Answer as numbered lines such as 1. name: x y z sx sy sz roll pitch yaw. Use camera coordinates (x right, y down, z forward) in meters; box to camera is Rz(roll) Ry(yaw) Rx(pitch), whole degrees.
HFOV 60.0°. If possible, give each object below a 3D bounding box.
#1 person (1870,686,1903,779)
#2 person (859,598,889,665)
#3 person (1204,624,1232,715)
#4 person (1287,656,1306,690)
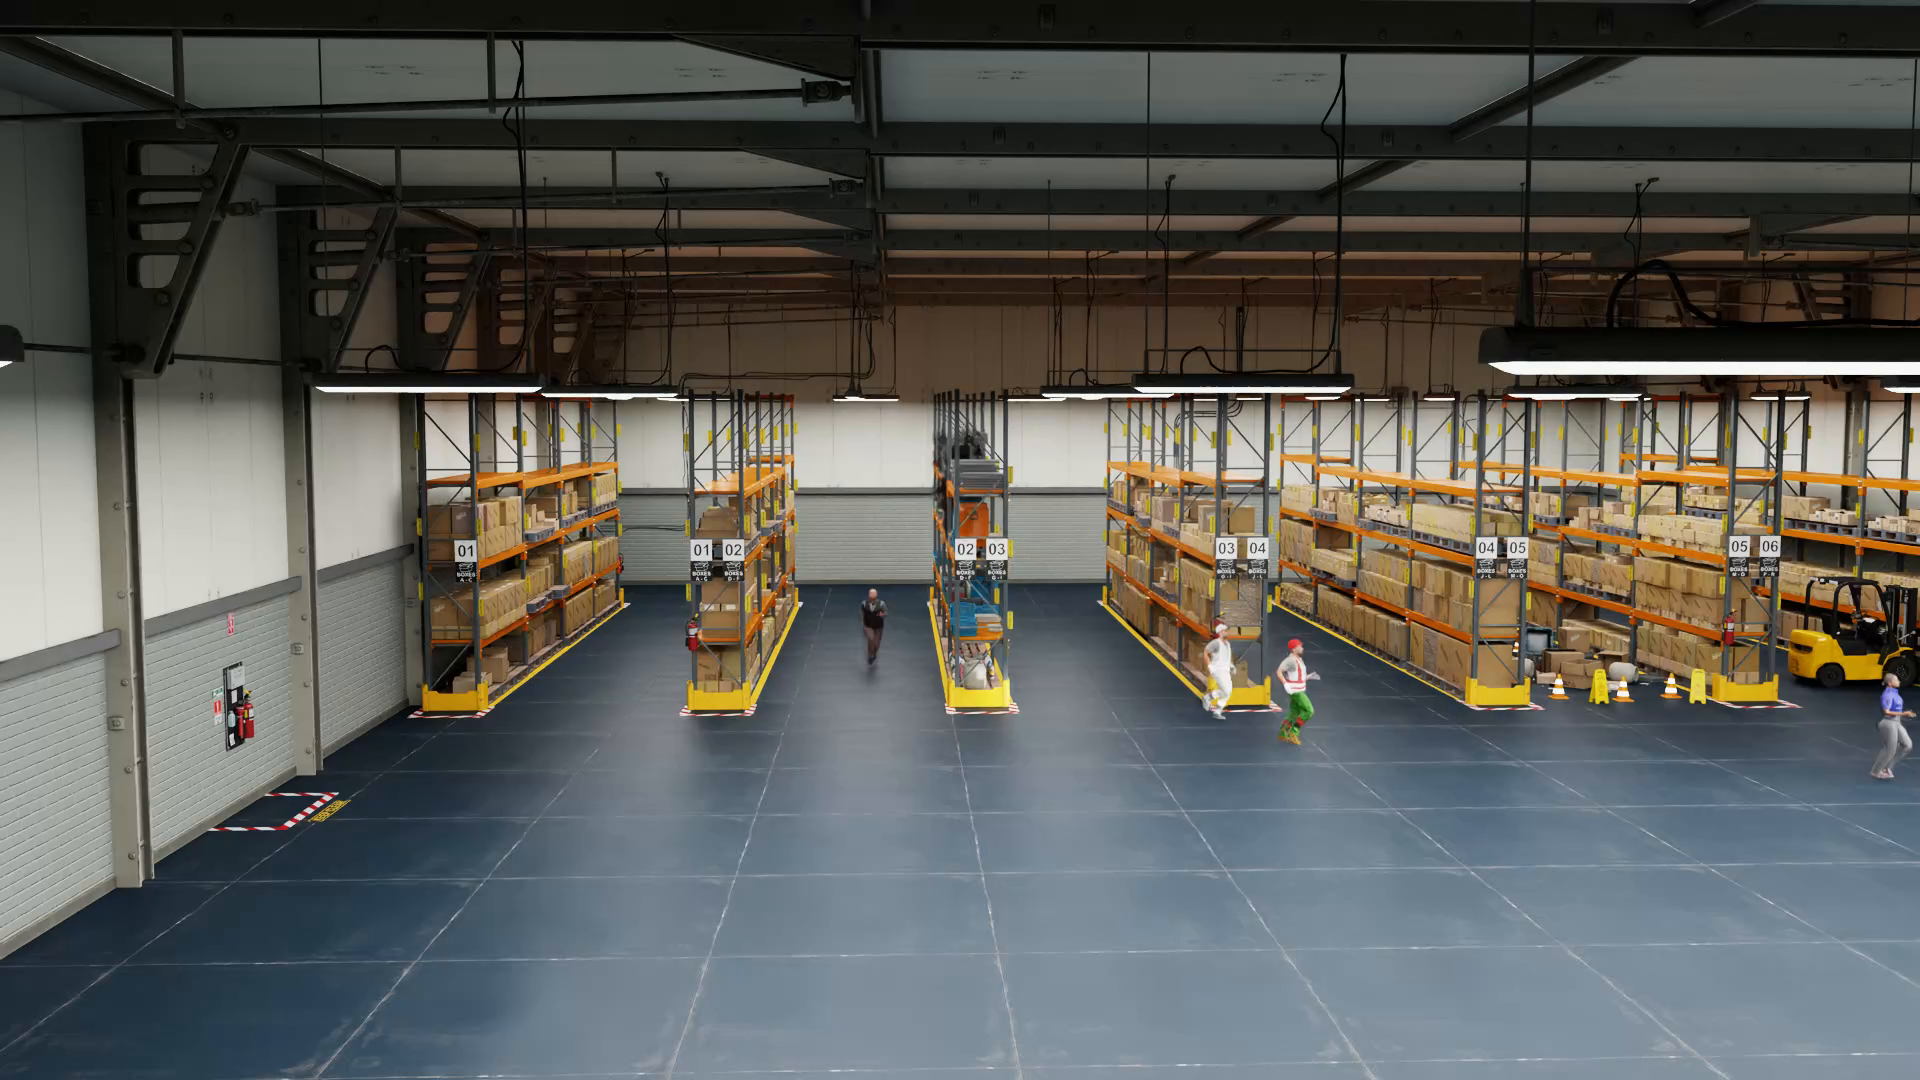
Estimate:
1. person: 7.242 2.238 33.130 21.129 1.579 2.481 4 6 43
2. person: -1.827 1.928 35.588 0.630 1.393 0.859 -1 5 -7
3. person: 4.798 2.375 30.334 0.454 1.663 0.475 4 6 41
4. person: 5.635 2.211 27.918 0.325 0.561 0.410 2 5 21
